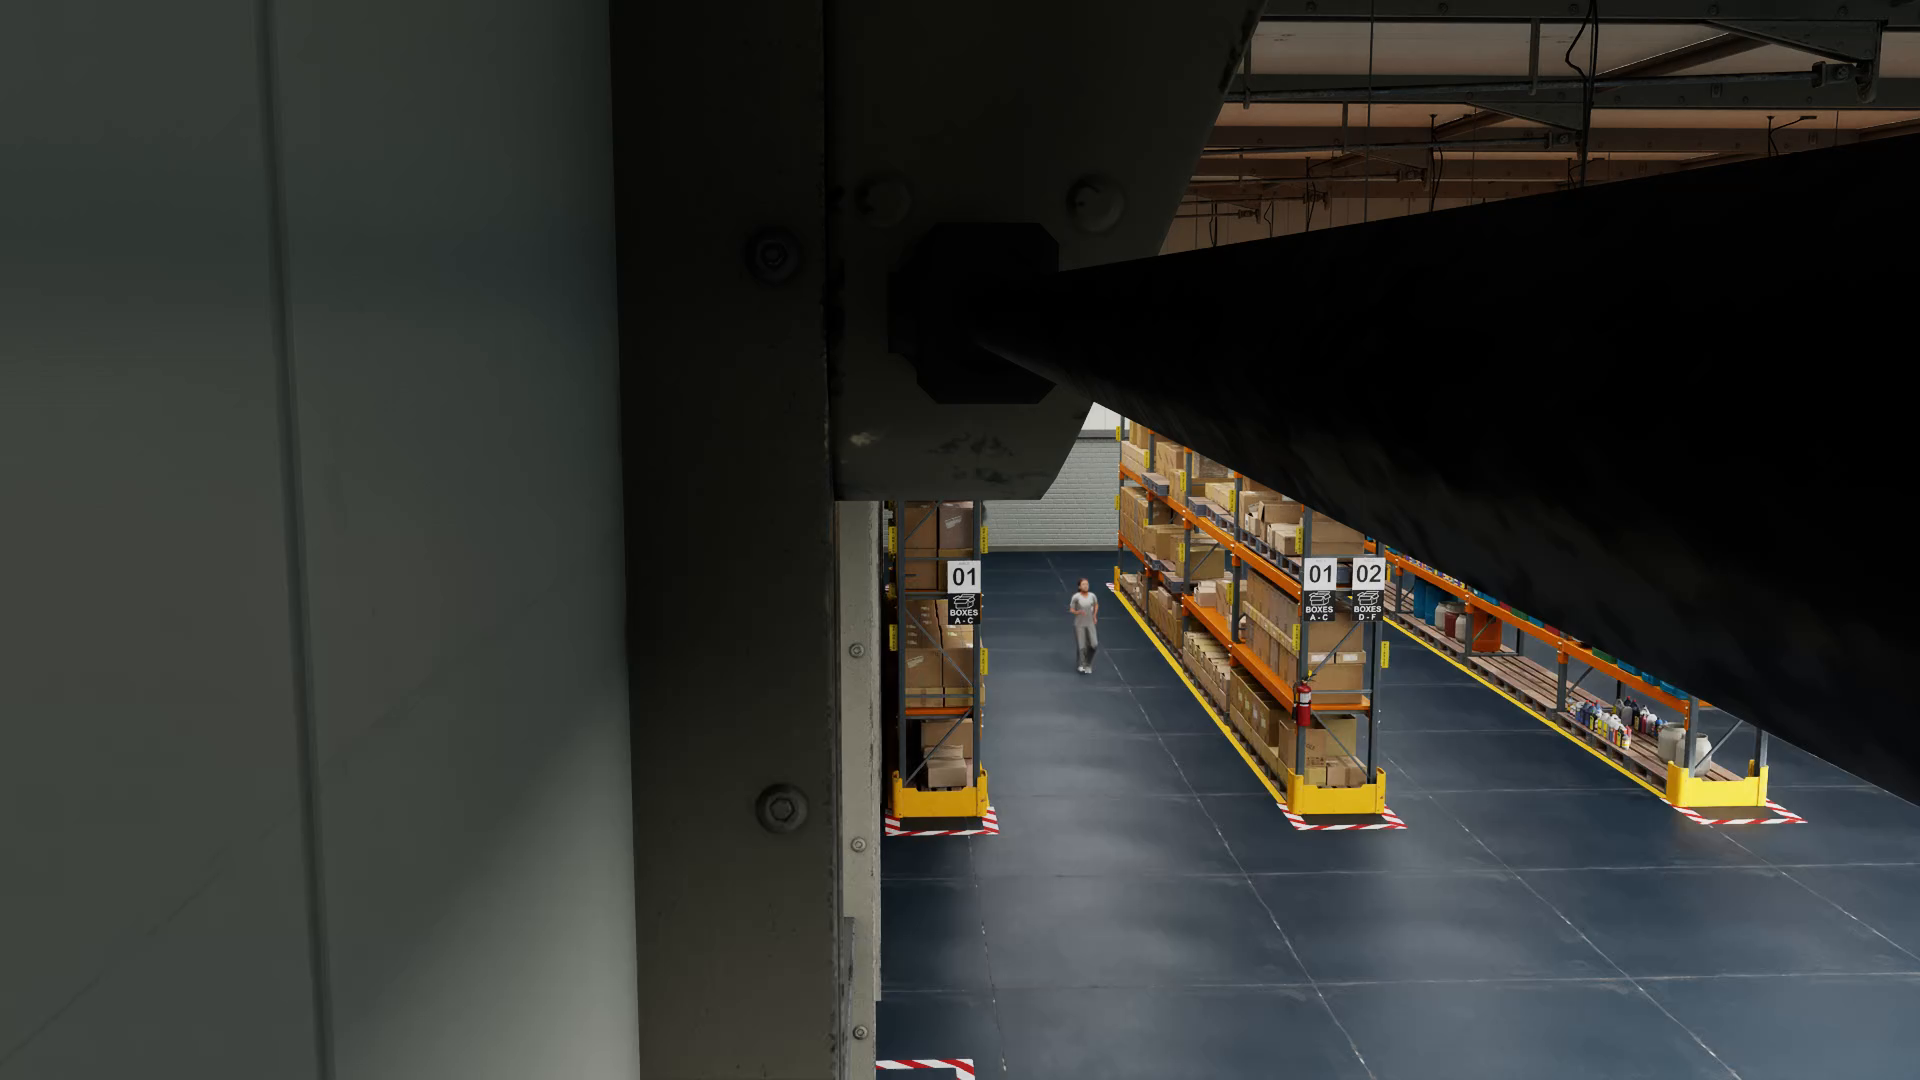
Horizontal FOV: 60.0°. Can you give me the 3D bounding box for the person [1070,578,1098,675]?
[{"bbox_3d":[2.127,1.470,28.149,0.547,1.667,0.628,-2,8,-11],"label":"person"}]
